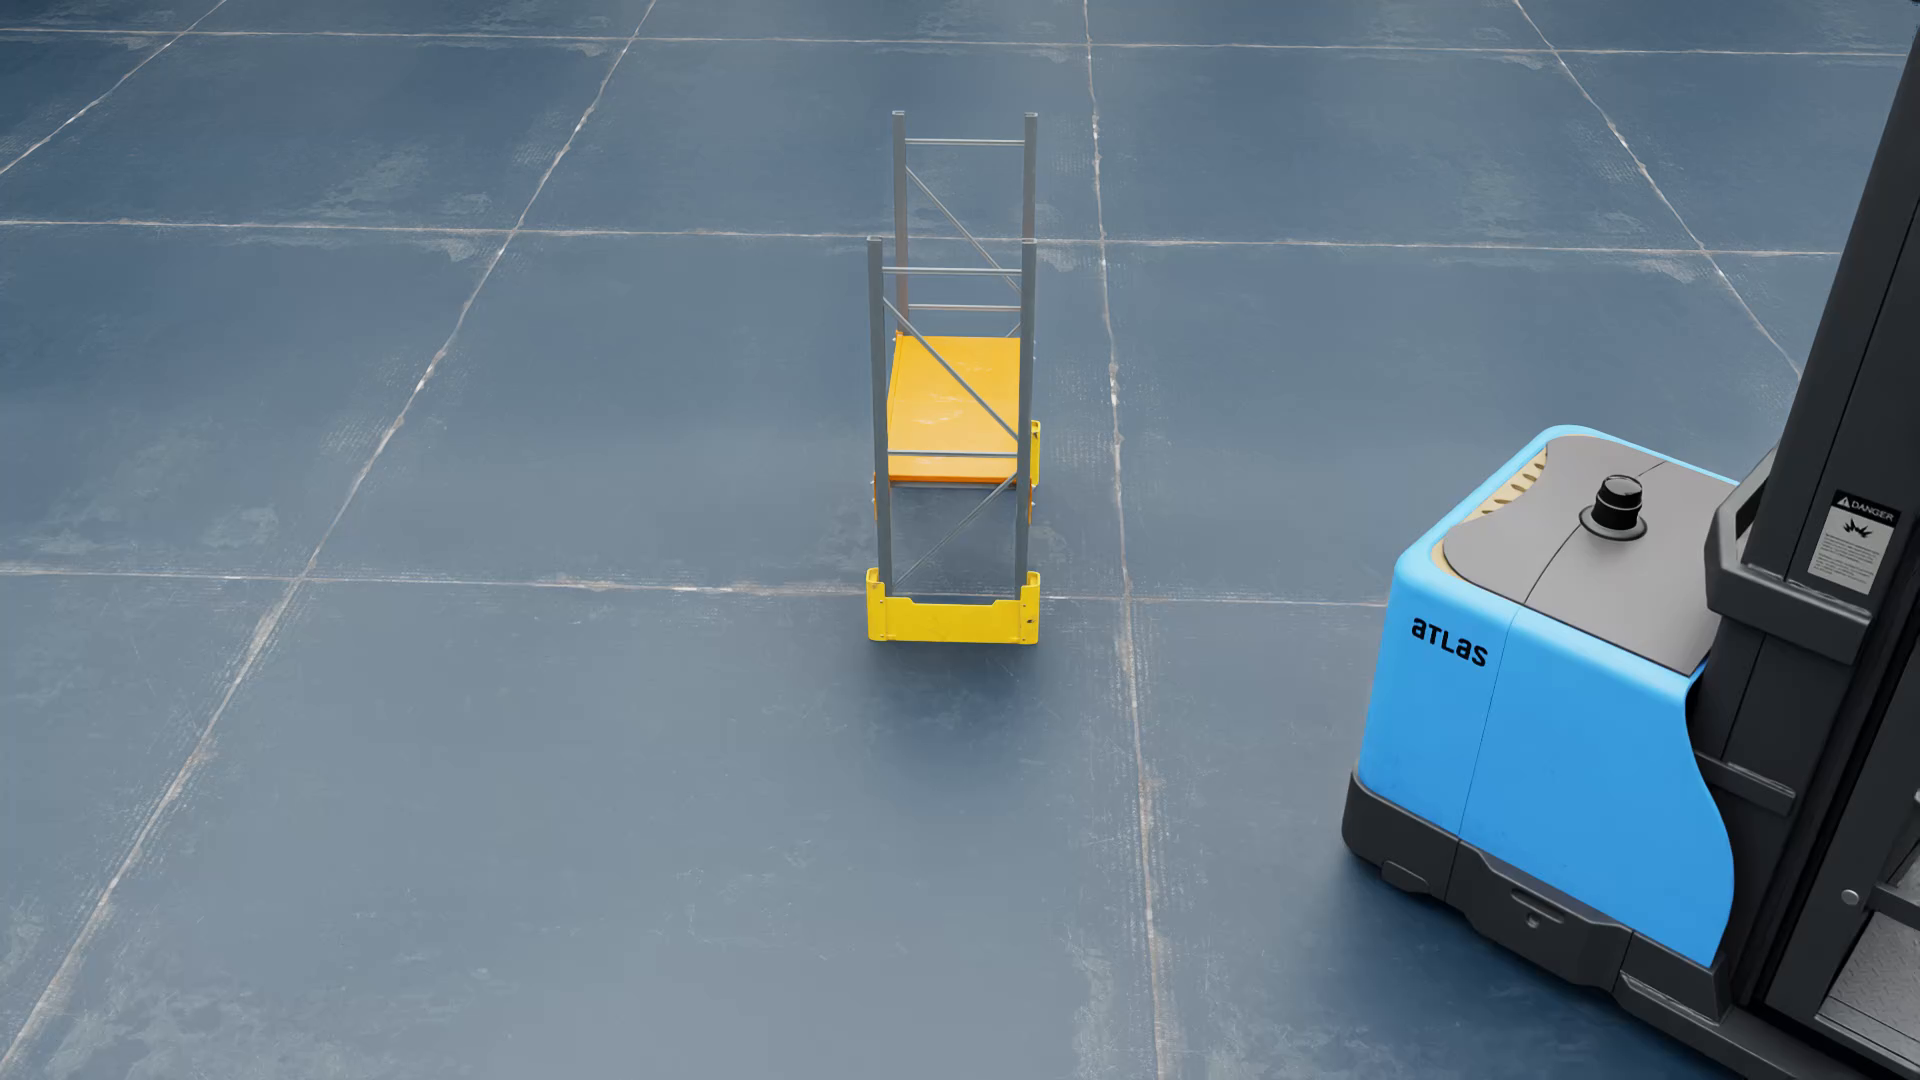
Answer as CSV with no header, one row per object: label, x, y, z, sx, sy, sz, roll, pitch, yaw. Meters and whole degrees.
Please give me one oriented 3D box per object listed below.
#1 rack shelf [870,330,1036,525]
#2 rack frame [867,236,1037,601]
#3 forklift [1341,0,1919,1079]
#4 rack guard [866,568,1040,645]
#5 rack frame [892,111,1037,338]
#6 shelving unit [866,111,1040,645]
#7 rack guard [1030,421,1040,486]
rack shelf,-0.003,-0.417,5.852,0.538,0.185,1.000,1,35,2
rack frame,-0.024,-0.273,5.333,0.500,1.500,0.032,1,35,2
forklift,2.559,0.085,3.580,3.031,2.935,1.130,27,43,33
rack guard,-0.023,0.228,5.709,0.587,0.250,0.087,1,35,2
rack frame,0.017,-0.857,6.165,0.500,1.500,0.032,1,35,2
shelving unit,-0.003,-0.570,5.756,0.587,1.500,1.083,1,35,2
rack guard,0.017,-0.345,6.523,0.587,0.250,0.087,1,35,2
